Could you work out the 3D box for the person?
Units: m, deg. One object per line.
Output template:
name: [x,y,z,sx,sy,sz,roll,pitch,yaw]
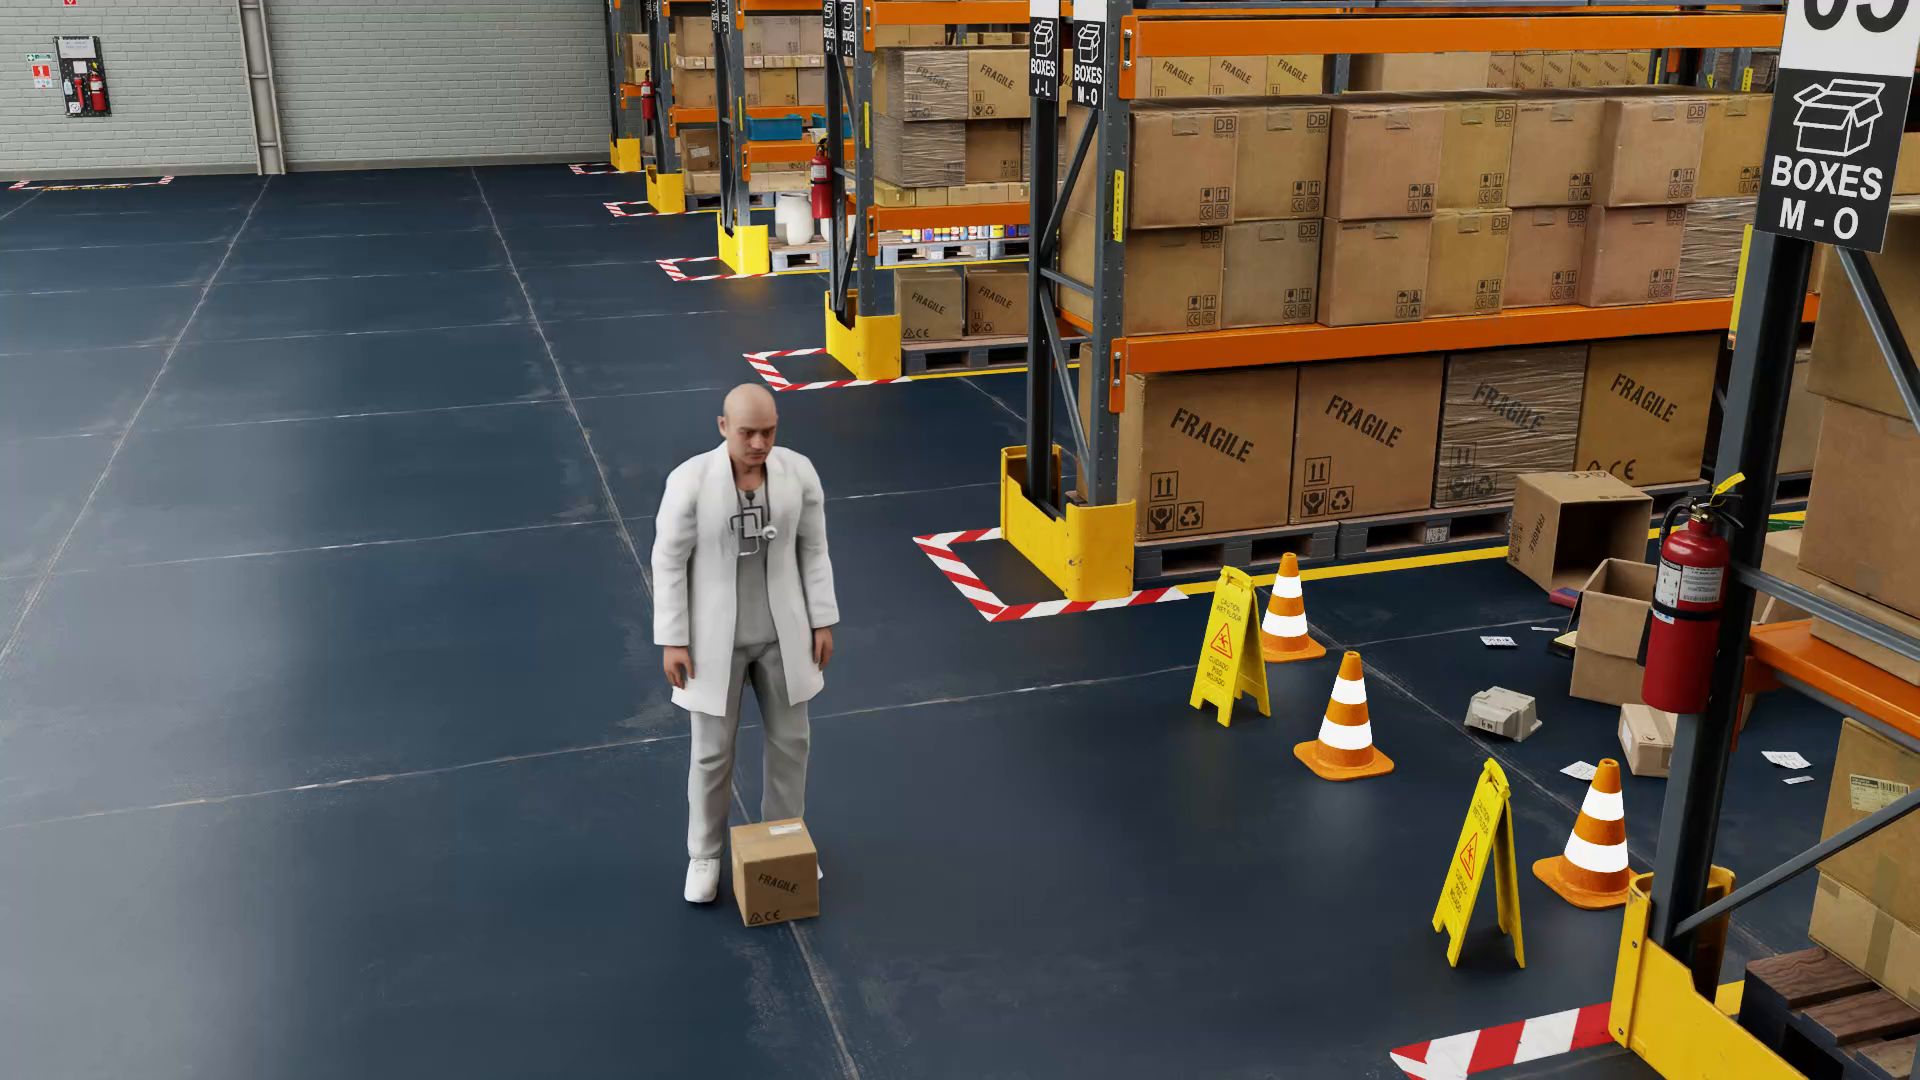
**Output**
person: [-0.714,0.329,5.632,0.641,1.772,0.428,-7,20,-20]
